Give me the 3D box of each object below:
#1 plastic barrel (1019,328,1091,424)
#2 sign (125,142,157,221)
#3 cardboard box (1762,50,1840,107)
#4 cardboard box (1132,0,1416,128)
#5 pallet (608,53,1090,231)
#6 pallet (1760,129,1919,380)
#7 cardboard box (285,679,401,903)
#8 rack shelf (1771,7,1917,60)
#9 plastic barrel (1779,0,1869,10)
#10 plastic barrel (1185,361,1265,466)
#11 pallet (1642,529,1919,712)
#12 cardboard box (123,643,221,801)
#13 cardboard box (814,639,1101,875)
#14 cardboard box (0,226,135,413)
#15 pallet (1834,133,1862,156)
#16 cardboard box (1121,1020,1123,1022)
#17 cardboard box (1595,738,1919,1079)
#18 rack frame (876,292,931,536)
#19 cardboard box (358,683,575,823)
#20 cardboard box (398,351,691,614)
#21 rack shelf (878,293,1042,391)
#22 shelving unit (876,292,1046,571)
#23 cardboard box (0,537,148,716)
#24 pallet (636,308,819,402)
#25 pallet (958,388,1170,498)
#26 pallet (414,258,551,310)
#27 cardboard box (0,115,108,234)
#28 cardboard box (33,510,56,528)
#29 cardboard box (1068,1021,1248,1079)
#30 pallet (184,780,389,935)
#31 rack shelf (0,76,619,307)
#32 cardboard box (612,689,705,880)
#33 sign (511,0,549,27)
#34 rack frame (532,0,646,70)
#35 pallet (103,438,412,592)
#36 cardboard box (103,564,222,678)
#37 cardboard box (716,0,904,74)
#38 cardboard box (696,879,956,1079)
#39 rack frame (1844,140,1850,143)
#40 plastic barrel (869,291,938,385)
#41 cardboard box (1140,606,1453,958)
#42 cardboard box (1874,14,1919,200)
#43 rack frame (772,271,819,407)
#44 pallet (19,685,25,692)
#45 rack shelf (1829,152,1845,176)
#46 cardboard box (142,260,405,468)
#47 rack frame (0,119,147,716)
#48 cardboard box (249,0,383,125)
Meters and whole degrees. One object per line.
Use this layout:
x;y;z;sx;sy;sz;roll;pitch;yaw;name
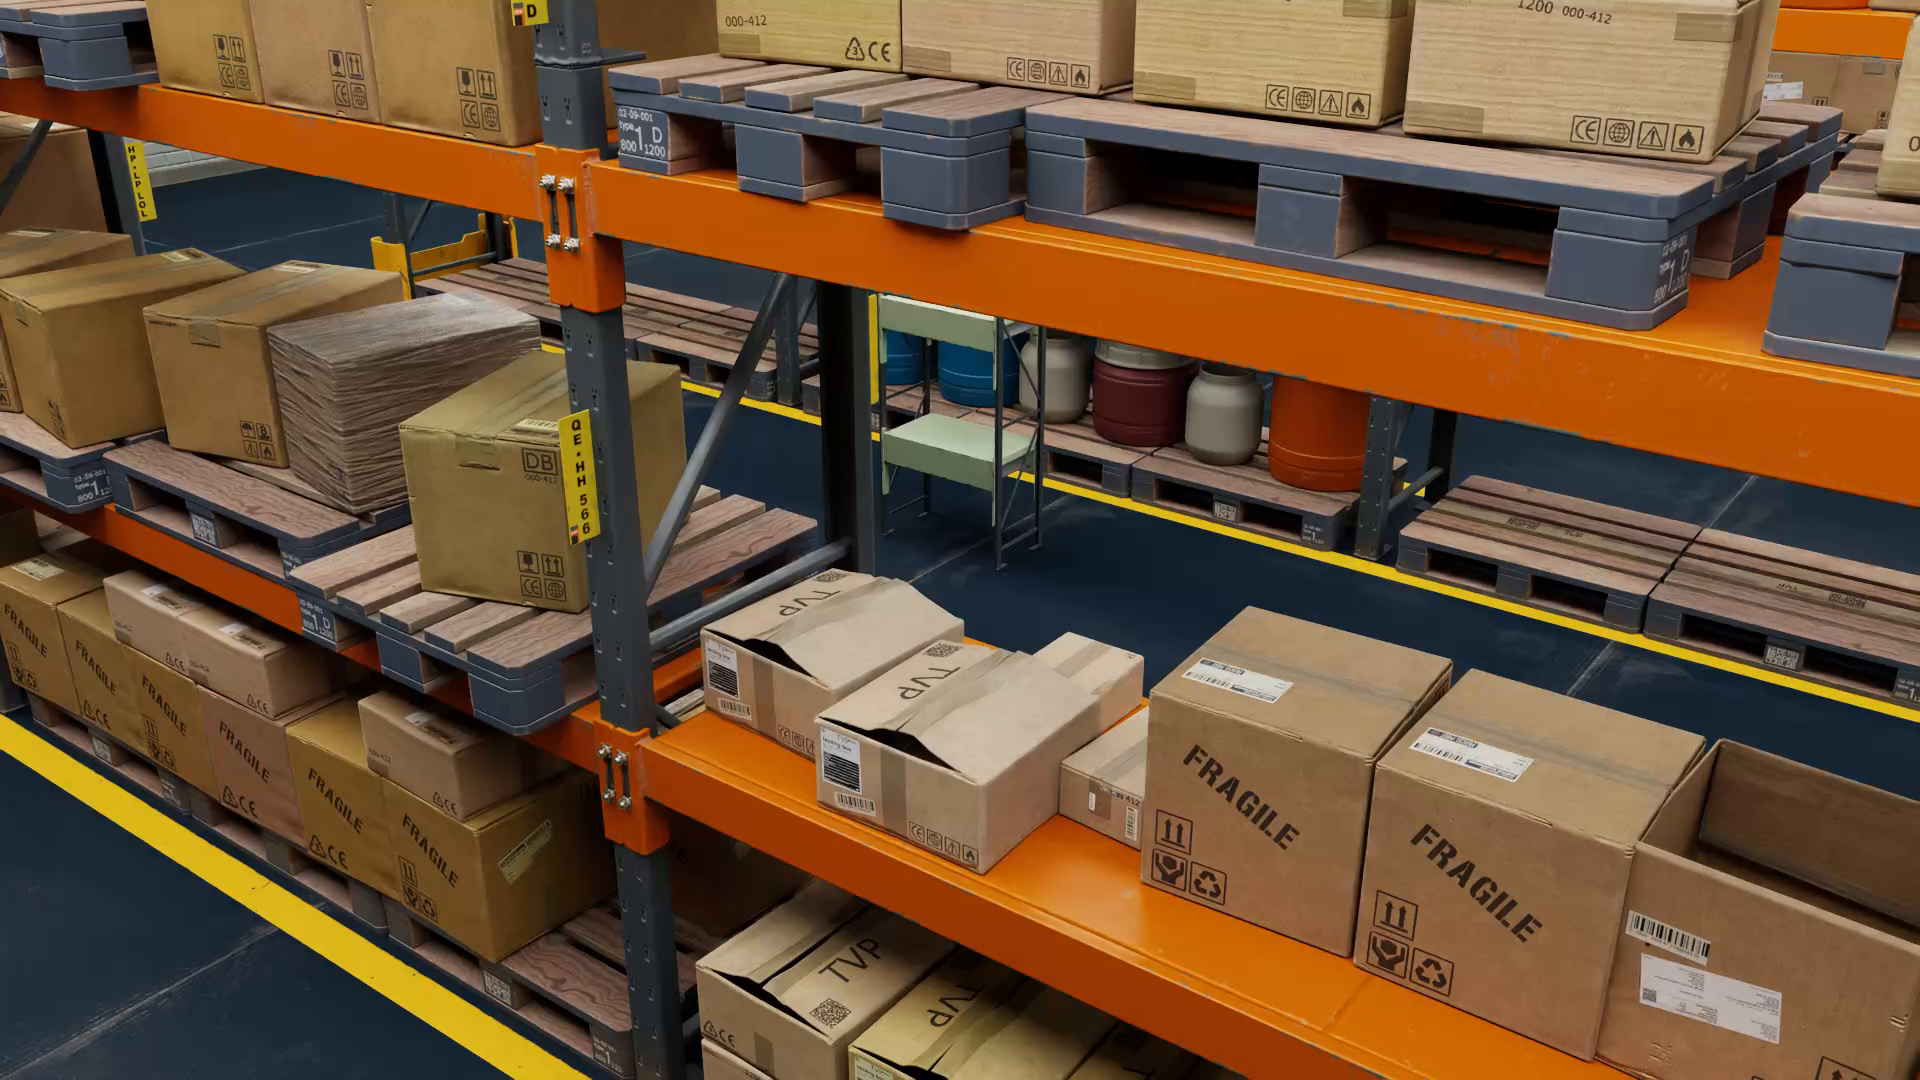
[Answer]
0.561;-0.979;9.817;0.421;0.512;0.421;0;24;0;plastic barrel
-3.473;-1.512;7.025;0.005;0.325;0.100;17;29;33;sign
5.798;-3.150;11.535;0.500;0.500;0.500;13;27;27;cardboard box
0.676;-0.977;3.191;0.500;0.250;0.500;16;28;32;cardboard box
-0.006;-0.986;3.781;1.003;0.211;1.213;18;30;36;pallet
1.885;-0.362;2.368;1.217;0.209;0.805;16;28;31;pallet
-1.905;0.832;5.696;0.500;0.500;0.500;16;28;31;cardboard box
3.972;-1.992;6.723;4.000;0.370;1.077;17;29;33;rack shelf
3.422;-2.575;6.620;0.708;0.830;0.600;17;29;33;plastic barrel
1.464;-0.706;9.197;0.421;0.512;0.421;0;24;0;plastic barrel
3.940;0.339;7.719;1.213;0.211;1.003;17;29;33;pallet
-2.733;0.585;6.257;0.500;0.500;0.500;17;29;34;cardboard box
-0.003;0.485;4.040;0.500;0.311;0.500;16;29;33;cardboard box
-3.558;-0.853;6.322;0.500;0.500;0.700;7;25;16;cardboard box
5.976;-2.804;11.632;1.003;0.211;1.213;17;29;33;pallet
0.384;1.145;4.624;0.500;0.311;0.500;16;29;33;cardboard box
1.572;0.768;3.162;0.500;0.500;0.500;19;30;37;cardboard box
-0.287;-0.773;8.645;0.023;1.500;0.400;17;29;33;rack frame
-1.539;0.602;5.288;0.500;0.250;0.500;18;30;35;cardboard box
-1.174;-0.189;4.813;0.500;0.500;0.700;7;25;16;cardboard box
0.005;-1.042;8.287;0.720;0.370;0.431;17;29;33;rack shelf
0.005;-0.685;8.444;0.755;1.500;0.431;17;29;33;shelving unit
-3.562;0.336;6.822;0.500;0.500;0.500;15;28;31;cardboard box
-1.441;-1.289;11.413;1.213;0.211;1.003;17;29;33;pallet
0.744;-0.628;9.914;1.213;0.211;1.003;17;29;33;pallet
-3.393;-1.879;12.752;1.213;0.211;1.003;17;29;33;pallet
-4.011;-1.510;7.093;0.500;0.500;0.500;18;29;35;cardboard box
-4.707;-0.084;8.189;0.250;0.166;0.380;17;29;33;cardboard box
0.473;1.444;3.945;0.500;0.311;0.500;16;28;32;cardboard box
-2.149;0.953;6.325;1.213;0.211;1.003;17;29;33;pallet
-2.203;-1.362;5.293;4.000;0.370;1.077;17;29;33;rack shelf
-1.217;0.781;5.813;0.500;0.500;0.500;16;28;31;cardboard box
-0.929;-1.270;3.550;0.005;0.325;0.100;17;29;33;sign
-0.602;-2.580;3.445;0.127;3.000;1.000;17;29;33;rack frame
-2.161;-0.216;5.758;1.213;0.211;1.003;17;29;33;pallet
-2.762;0.235;6.122;0.500;0.250;0.500;17;29;33;cardboard box
-0.205;-1.239;3.788;0.500;0.250;0.500;14;28;29;cardboard box
-0.359;1.196;4.509;0.500;0.311;0.500;18;29;35;cardboard box
8.398;-4.606;15.483;0.127;3.000;1.000;17;29;33;rack frame
-0.404;-1.494;10.503;0.708;0.901;0.600;17;29;33;plastic barrel
0.750;0.520;3.726;0.500;0.500;0.500;15;28;31;cardboard box
1.670;-0.648;2.445;0.500;0.250;0.500;14;27;28;cardboard box
-0.829;-2.399;10.475;0.127;3.000;1.000;17;29;33;rack frame
-4.352;0.308;7.790;1.213;0.211;1.003;17;29;33;pallet
6.942;-2.217;10.954;4.000;0.370;1.077;17;29;33;rack shelf
-2.352;-0.633;5.821;0.500;0.500;0.700;9;25;20;cardboard box
-3.803;-0.802;6.850;0.127;3.000;1.000;17;29;33;rack frame
-1.380;-1.471;4.525;0.500;0.500;0.910;17;29;33;cardboard box
